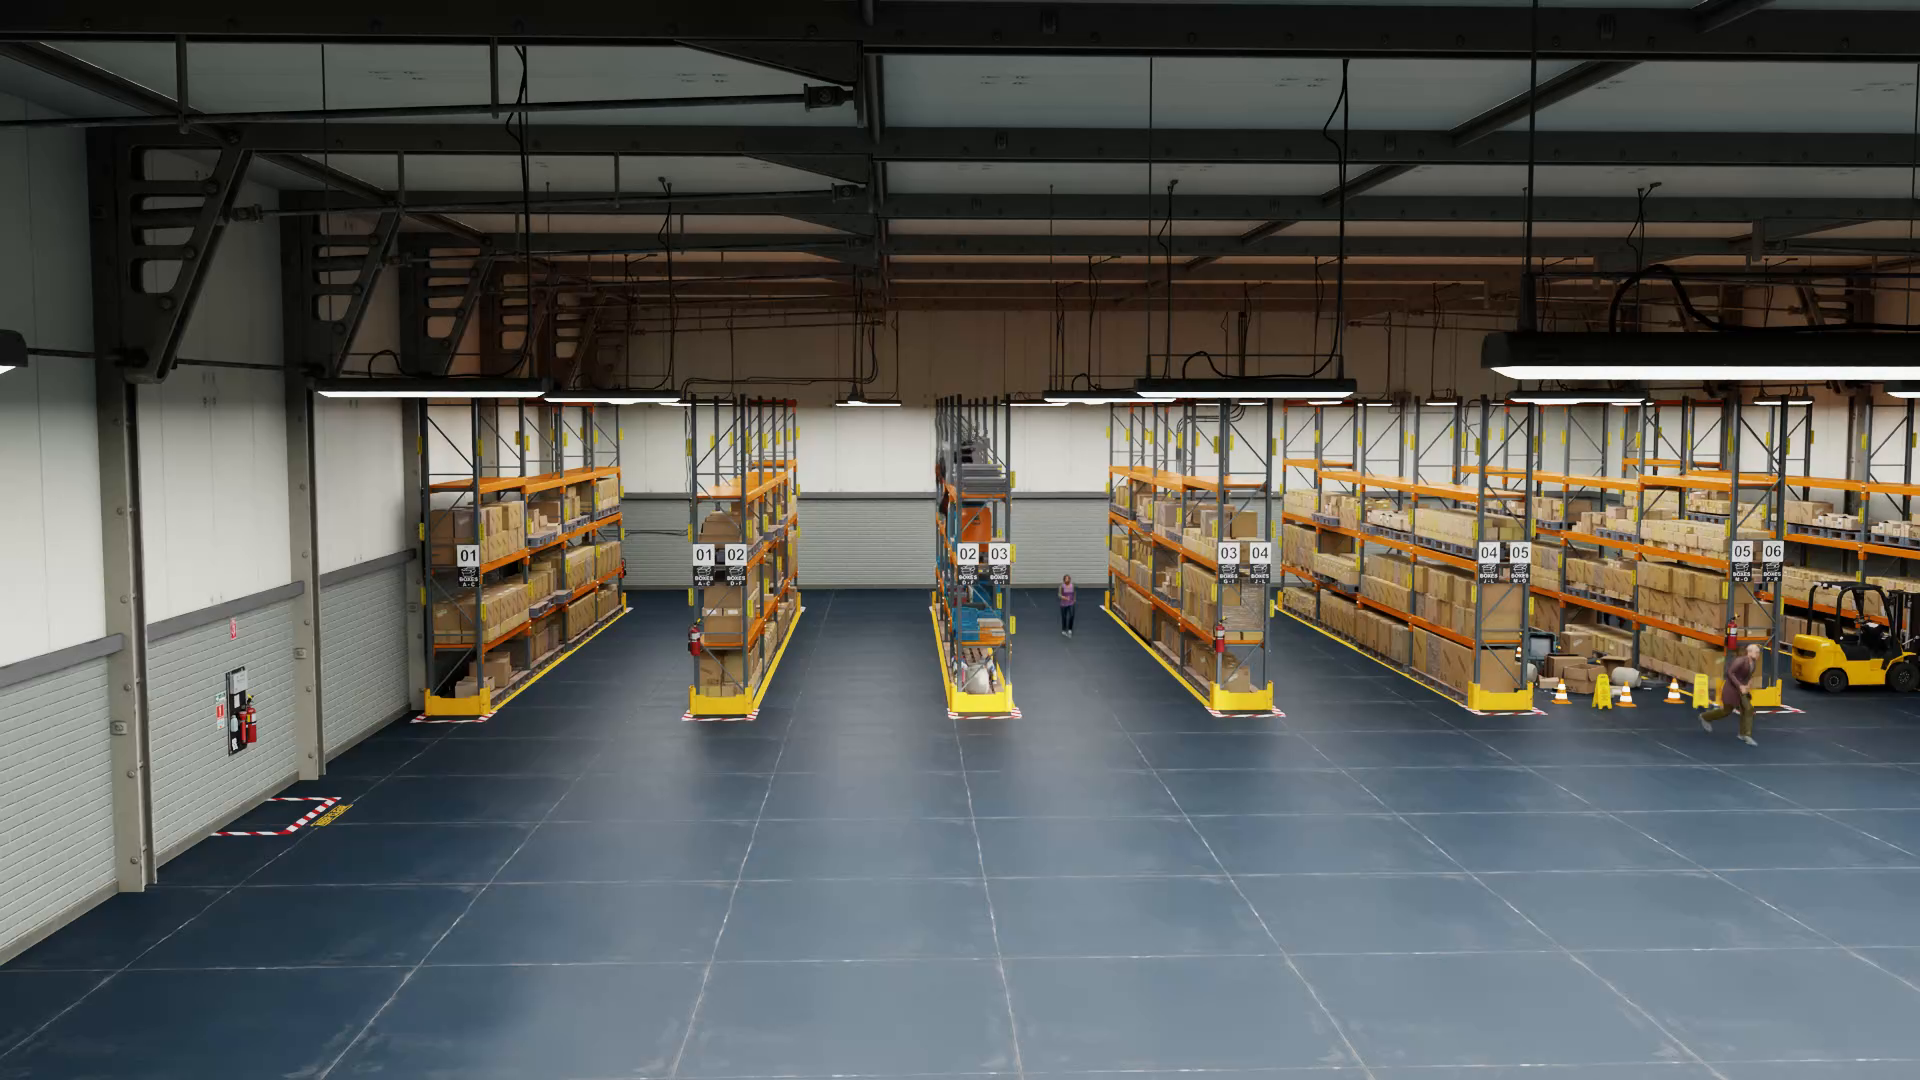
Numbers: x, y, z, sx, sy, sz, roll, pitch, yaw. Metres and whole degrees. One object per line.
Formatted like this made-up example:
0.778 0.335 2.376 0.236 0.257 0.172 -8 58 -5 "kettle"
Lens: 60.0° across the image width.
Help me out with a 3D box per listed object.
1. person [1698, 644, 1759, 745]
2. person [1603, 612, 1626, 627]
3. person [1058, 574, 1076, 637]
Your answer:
13.329 2.727 28.777 0.741 1.539 1.078 -4 6 -41 "person"
16.827 1.570 42.823 0.604 1.649 0.993 -1 5 -7 "person"
2.695 1.647 41.648 0.504 1.585 0.732 -1 5 -7 "person"
